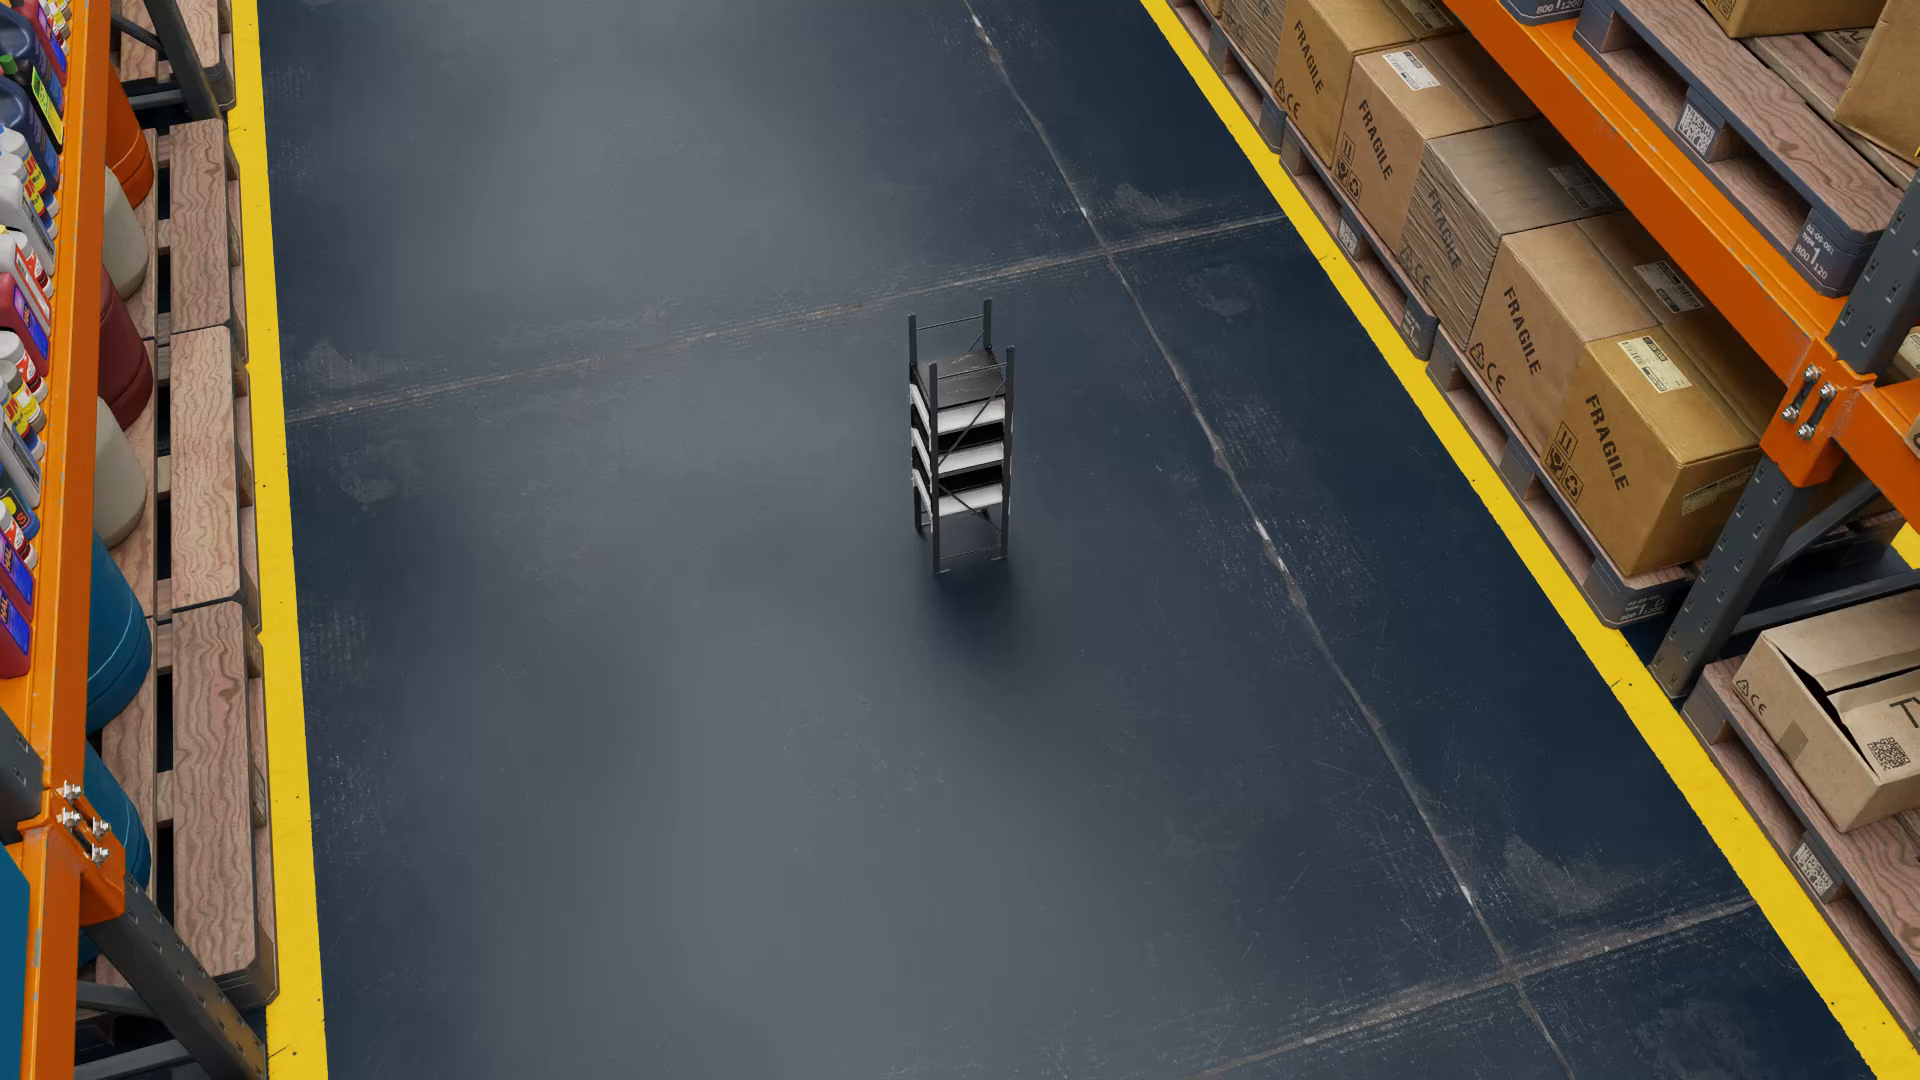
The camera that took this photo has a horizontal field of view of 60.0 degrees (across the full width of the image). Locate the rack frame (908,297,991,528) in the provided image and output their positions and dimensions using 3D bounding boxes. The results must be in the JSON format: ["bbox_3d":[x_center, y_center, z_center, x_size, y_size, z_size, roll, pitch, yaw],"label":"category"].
[{"bbox_3d":[-0.028,-0.358,4.964,0.240,0.900,0.006,-13,51,-11],"label":"rack frame"}]

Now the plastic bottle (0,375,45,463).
[{"bbox_3d":[-2.092,-0.277,3.606,0.097,0.271,0.097,0,50,0],"label":"plastic bottle"}]

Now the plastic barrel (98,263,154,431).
[{"bbox_3d":[-2.891,-0.638,5.128,0.600,0.588,0.708,-13,51,-11],"label":"plastic barrel"}]

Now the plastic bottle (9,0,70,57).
[{"bbox_3d":[-2.572,-1.440,4.632,0.097,0.201,0.097,0,50,0],"label":"plastic bottle"}]

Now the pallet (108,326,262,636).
[{"bbox_3d":[-2.755,-0.103,5.199,1.003,0.211,1.213,-13,51,-11],"label":"pallet"}]

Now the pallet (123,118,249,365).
[{"bbox_3d":[-3.113,-0.993,5.949,1.003,0.211,1.213,-13,51,-11],"label":"pallet"}]

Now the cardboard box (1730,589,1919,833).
[{"bbox_3d":[2.448,0.427,4.399,0.500,0.311,0.500,-13,51,-11],"label":"cardboard box"}]

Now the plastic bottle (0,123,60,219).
[{"bbox_3d":[-2.355,-0.927,4.153,0.097,0.271,0.097,0,50,0],"label":"plastic bottle"}]

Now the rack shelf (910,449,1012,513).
[{"bbox_3d":[0.002,-0.205,4.995,0.258,0.077,0.200,-13,51,-11],"label":"rack shelf"}]

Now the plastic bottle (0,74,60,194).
[{"bbox_3d":[-2.419,-1.050,4.206,0.144,0.351,0.185,-13,51,-11],"label":"plastic bottle"}]

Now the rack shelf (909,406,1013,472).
[{"bbox_3d":[0.002,-0.321,4.858,0.258,0.077,0.200,-13,51,-11],"label":"rack shelf"}]

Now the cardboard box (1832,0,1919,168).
[{"bbox_3d":[2.604,-1.218,3.975,0.700,0.500,0.500,-30,56,-23],"label":"cardboard box"}]

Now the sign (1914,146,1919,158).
[{"bbox_3d":[2.001,-0.899,3.288,0.100,0.325,0.005,-13,51,-11],"label":"sign"}]

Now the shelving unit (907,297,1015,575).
[{"bbox_3d":[0.002,-0.284,4.901,0.258,0.900,0.210,-13,51,-11],"label":"shelving unit"}]

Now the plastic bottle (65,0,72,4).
[{"bbox_3d":[-2.658,-1.676,4.785,0.097,0.271,0.097,0,50,0],"label":"plastic bottle"}]

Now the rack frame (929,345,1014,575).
[{"bbox_3d":[0.032,-0.210,4.838,0.240,0.900,0.006,-13,51,-11],"label":"rack frame"}]

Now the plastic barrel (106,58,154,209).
[{"bbox_3d":[-3.225,-1.540,5.731,0.600,0.830,0.708,-13,51,-11],"label":"plastic barrel"}]

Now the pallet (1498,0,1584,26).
[{"bbox_3d":[1.927,-2.094,5.179,1.003,0.211,1.213,-13,51,-11],"label":"pallet"}]

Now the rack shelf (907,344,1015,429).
[{"bbox_3d":[0.002,-0.437,4.720,0.258,0.077,0.200,-13,51,-11],"label":"rack shelf"}]

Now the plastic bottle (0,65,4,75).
[{"bbox_3d":[-2.484,-1.140,4.326,0.061,0.283,0.133,-13,51,-11],"label":"plastic bottle"}]

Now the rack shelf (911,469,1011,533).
[{"bbox_3d":[0.002,-0.147,5.064,0.258,0.077,0.200,-13,51,-11],"label":"rack shelf"}]

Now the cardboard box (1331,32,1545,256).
[{"bbox_3d":[1.672,-1.385,5.803,0.500,0.500,0.500,-15,51,-12],"label":"cardboard box"}]

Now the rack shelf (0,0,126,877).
[{"bbox_3d":[-2.794,-0.765,4.404,1.077,0.370,4.000,-13,51,-11],"label":"rack shelf"}]

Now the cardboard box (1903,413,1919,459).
[{"bbox_3d":[2.421,-0.252,3.435,0.500,0.500,0.500,-12,51,-10],"label":"cardboard box"}]

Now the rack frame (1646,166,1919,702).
[{"bbox_3d":[2.530,-0.654,3.839,1.000,3.000,0.127,-13,51,-11],"label":"rack frame"}]

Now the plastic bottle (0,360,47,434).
[{"bbox_3d":[-2.121,-0.326,3.693,0.097,0.201,0.097,0,50,0],"label":"plastic bottle"}]

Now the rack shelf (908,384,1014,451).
[{"bbox_3d":[0.002,-0.379,4.789,0.258,0.077,0.200,-13,51,-11],"label":"rack shelf"}]

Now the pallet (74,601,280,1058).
[{"bbox_3d":[-2.391,0.790,4.446,1.003,0.211,1.213,-13,51,-11],"label":"pallet"}]

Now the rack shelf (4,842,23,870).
[{"bbox_3d":[-1.611,2.093,1.866,0.919,0.124,3.809,-13,51,-11],"label":"rack shelf"}]

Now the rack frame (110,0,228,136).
[{"bbox_3d":[-3.386,-2.458,5.360,1.000,3.000,0.127,-13,51,-11],"label":"rack frame"}]

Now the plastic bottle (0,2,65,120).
[{"bbox_3d":[-2.513,-1.282,4.402,0.144,0.351,0.185,-13,51,-11],"label":"plastic bottle"}]

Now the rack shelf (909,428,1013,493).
[{"bbox_3d":[0.002,-0.263,4.926,0.258,0.077,0.200,-13,51,-11],"label":"rack shelf"}]

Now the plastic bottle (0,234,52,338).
[{"bbox_3d":[-2.249,-0.597,3.872,0.152,0.276,0.135,-13,51,-11],"label":"plastic bottle"}]

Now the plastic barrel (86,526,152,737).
[{"bbox_3d":[-2.557,0.086,4.313,0.600,0.901,0.708,-13,51,-11],"label":"plastic barrel"}]

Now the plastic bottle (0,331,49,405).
[{"bbox_3d":[-2.150,-0.397,3.753,0.097,0.201,0.097,0,50,0],"label":"plastic bottle"}]

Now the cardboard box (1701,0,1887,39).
[{"bbox_3d":[2.340,-1.706,4.386,0.700,0.500,0.500,-6,50,-5],"label":"cardboard box"}]

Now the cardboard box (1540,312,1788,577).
[{"bbox_3d":[2.111,-0.285,4.876,0.500,0.500,0.500,-14,51,-11],"label":"cardboard box"}]

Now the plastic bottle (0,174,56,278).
[{"bbox_3d":[-2.318,-0.766,4.015,0.152,0.276,0.135,-13,51,-11],"label":"plastic bottle"}]

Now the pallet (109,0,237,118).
[{"bbox_3d":[-3.578,-2.134,6.911,1.003,0.211,1.213,-13,51,-11],"label":"pallet"}]

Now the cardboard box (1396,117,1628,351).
[{"bbox_3d":[1.824,-1.015,5.491,0.500,0.500,0.500,-13,51,-11],"label":"cardboard box"}]

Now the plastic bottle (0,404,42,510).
[{"bbox_3d":[-2.084,-0.188,3.528,0.152,0.276,0.135,-13,51,-11],"label":"plastic bottle"}]

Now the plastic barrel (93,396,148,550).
[{"bbox_3d":[-2.638,-0.221,4.827,0.421,0.512,0.421,0,50,0],"label":"plastic barrel"}]

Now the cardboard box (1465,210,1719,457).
[{"bbox_3d":[1.972,-0.648,5.182,0.500,0.500,0.500,-13,51,-11],"label":"cardboard box"}]

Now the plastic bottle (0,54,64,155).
[{"bbox_3d":[-2.426,-1.154,4.337,0.061,0.283,0.133,-13,51,-11],"label":"plastic bottle"}]

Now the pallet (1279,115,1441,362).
[{"bbox_3d":[1.889,-1.233,6.151,1.003,0.211,1.213,-13,51,-11],"label":"pallet"}]

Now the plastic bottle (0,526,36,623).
[{"bbox_3d":[-1.943,0.040,3.331,0.061,0.283,0.133,-13,51,-11],"label":"plastic bottle"}]

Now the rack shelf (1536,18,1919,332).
[{"bbox_3d":[1.939,-1.945,5.271,0.919,0.124,3.809,-13,51,-11],"label":"rack shelf"}]

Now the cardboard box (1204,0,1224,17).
[{"bbox_3d":[1.209,-2.514,6.755,0.500,0.500,0.500,-11,51,-9],"label":"cardboard box"}]

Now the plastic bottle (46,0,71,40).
[{"bbox_3d":[-2.601,-1.511,4.692,0.097,0.201,0.097,0,50,0],"label":"plastic bottle"}]

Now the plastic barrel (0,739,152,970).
[{"bbox_3d":[-2.347,0.603,3.877,0.600,0.901,0.708,-13,51,-11],"label":"plastic barrel"}]

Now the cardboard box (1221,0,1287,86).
[{"bbox_3d":[1.369,-2.133,6.433,0.500,0.500,0.500,-15,51,-12],"label":"cardboard box"}]

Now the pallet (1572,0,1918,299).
[{"bbox_3d":[2.398,-1.200,4.425,1.003,0.211,1.213,-13,51,-11],"label":"pallet"}]

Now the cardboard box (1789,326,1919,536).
[{"bbox_3d":[2.620,-0.398,4.971,0.500,0.500,0.500,-15,52,-13],"label":"cardboard box"}]

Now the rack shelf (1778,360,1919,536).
[{"bbox_3d":[3.122,1.039,2.883,1.077,0.370,4.000,-13,51,-11],"label":"rack shelf"}]

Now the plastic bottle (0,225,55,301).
[{"bbox_3d":[-2.258,-0.664,3.977,0.097,0.201,0.097,0,50,0],"label":"plastic bottle"}]

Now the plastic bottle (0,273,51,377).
[{"bbox_3d":[-2.166,-0.512,3.796,0.061,0.283,0.133,-13,51,-11],"label":"plastic bottle"}]

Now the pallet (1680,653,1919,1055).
[{"bbox_3d":[2.732,0.747,4.482,1.003,0.211,1.213,-13,51,-11],"label":"pallet"}]
